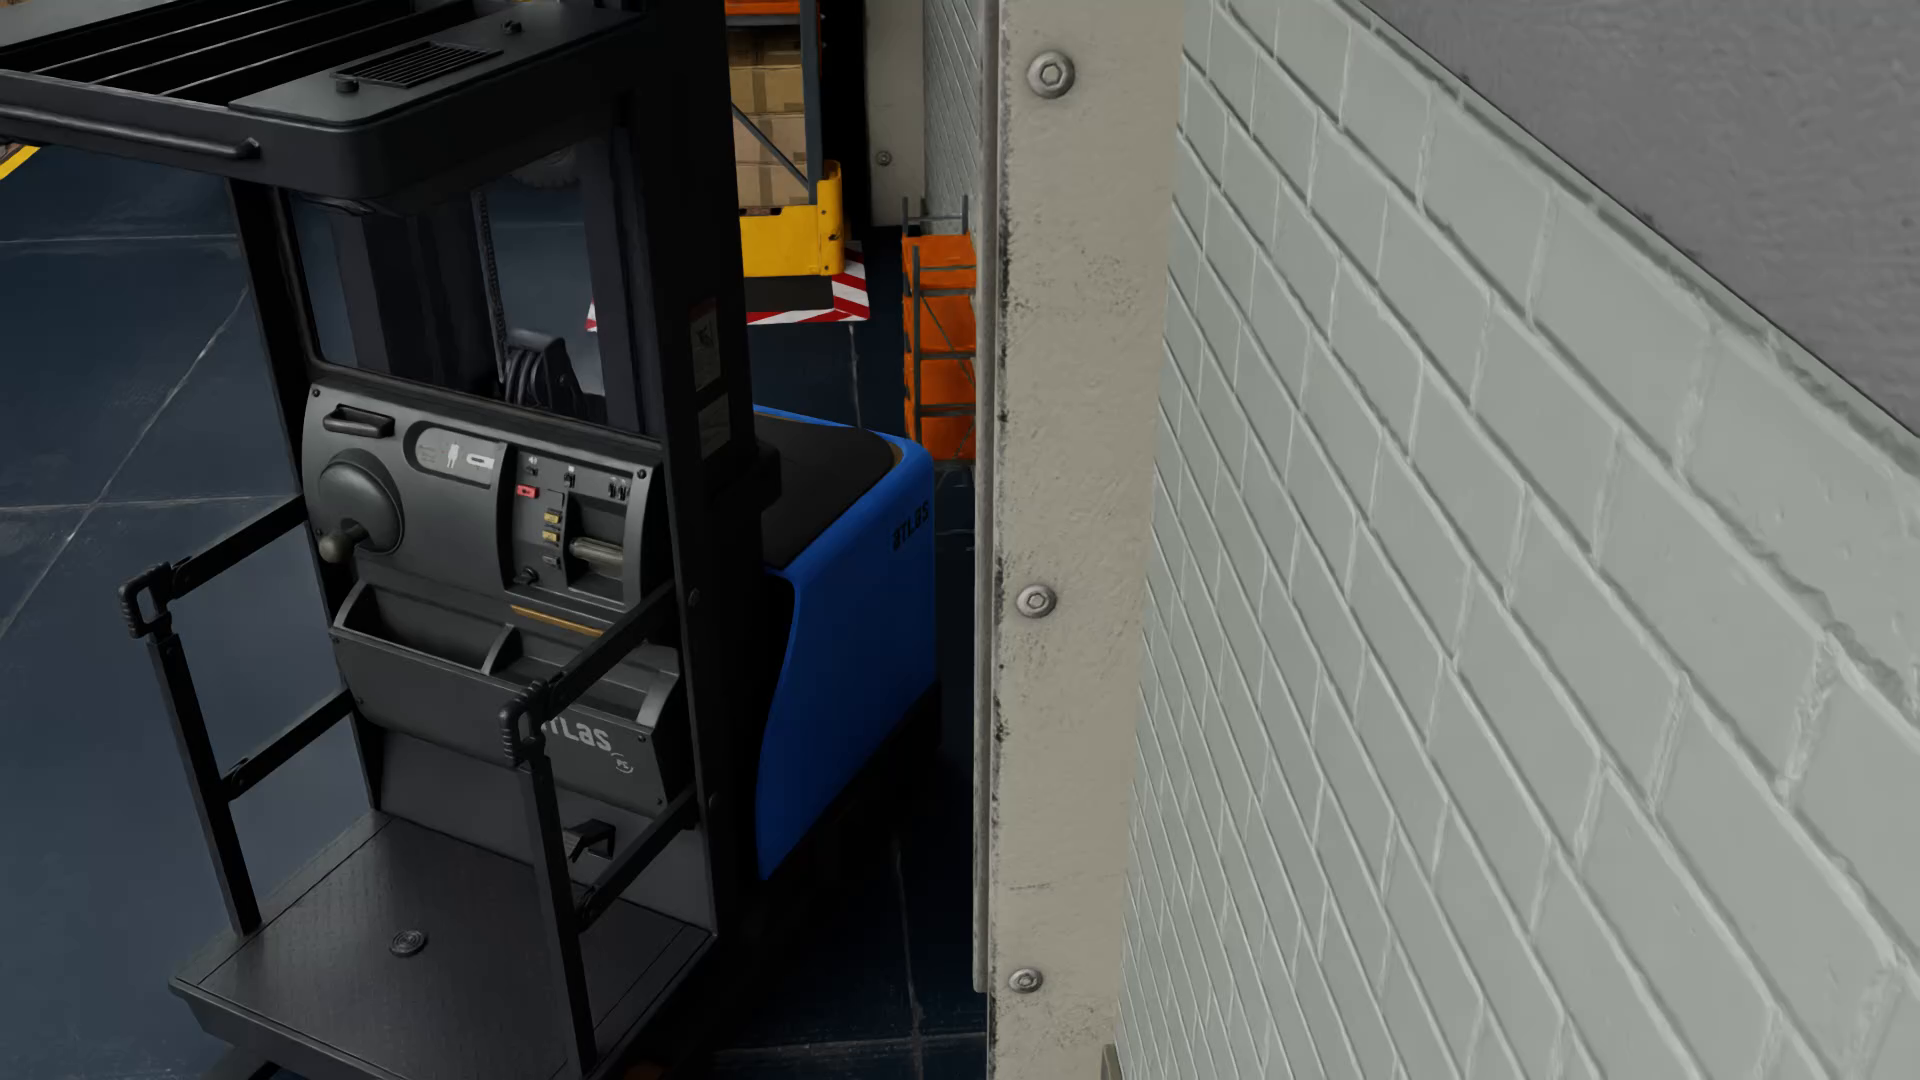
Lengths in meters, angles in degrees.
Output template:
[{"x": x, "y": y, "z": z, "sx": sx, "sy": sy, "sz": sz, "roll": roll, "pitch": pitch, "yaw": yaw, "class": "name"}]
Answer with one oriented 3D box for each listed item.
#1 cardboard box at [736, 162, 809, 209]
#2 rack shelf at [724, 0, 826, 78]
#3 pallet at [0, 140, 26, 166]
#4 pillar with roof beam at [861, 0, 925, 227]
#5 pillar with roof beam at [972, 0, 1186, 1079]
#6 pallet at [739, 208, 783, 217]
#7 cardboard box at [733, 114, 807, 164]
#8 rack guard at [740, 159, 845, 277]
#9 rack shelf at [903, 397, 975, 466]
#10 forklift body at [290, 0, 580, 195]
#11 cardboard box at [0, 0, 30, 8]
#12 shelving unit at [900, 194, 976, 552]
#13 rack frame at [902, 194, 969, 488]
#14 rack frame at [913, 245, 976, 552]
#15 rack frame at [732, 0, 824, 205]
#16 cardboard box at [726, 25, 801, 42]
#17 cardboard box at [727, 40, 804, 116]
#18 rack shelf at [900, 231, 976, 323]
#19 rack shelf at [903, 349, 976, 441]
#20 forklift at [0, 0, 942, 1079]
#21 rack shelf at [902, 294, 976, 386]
[{"x": -1.040, "y": -1.980, "z": 8.911, "sx": 0.500, "sy": 0.250, "sz": 0.500, "roll": -3, "pitch": 31, "yaw": -4, "class": "cardboard box"}, {"x": -1.375, "y": -3.432, "z": 9.772, "sx": 1.077, "sy": 0.370, "sz": 4.000, "roll": -3, "pitch": 31, "yaw": -5, "class": "rack shelf"}, {"x": -6.289, "y": -2.360, "z": 9.995, "sx": 1.003, "sy": 0.211, "sz": 1.213, "roll": -3, "pitch": 31, "yaw": -5, "class": "pallet"}, {"x": -4.642, "y": -5.488, "z": 6.662, "sx": 9.100, "sy": 9.000, "sz": 0.400, "roll": -3, "pitch": 31, "yaw": -5, "class": "pillar with roof beam"}, {"x": -4.082, "y": -2.424, "z": 1.534, "sx": 9.100, "sy": 9.000, "sz": 0.400, "roll": -3, "pitch": 31, "yaw": -5, "class": "pillar with roof beam"}, {"x": -1.302, "y": -1.911, "z": 9.244, "sx": 1.003, "sy": 0.211, "sz": 1.213, "roll": -3, "pitch": 31, "yaw": -5, "class": "pallet"}, {"x": -1.026, "y": -2.184, "z": 8.766, "sx": 0.500, "sy": 0.250, "sz": 0.500, "roll": -2, "pitch": 31, "yaw": -4, "class": "cardboard box"}, {"x": -1.186, "y": -1.634, "z": 8.499, "sx": 1.175, "sy": 0.500, "sz": 0.348, "roll": -3, "pitch": 31, "yaw": -5, "class": "rack guard"}, {"x": -0.065, "y": -0.369, "z": 6.215, "sx": 0.258, "sy": 0.148, "sz": 0.480, "roll": -3, "pitch": 31, "yaw": -5, "class": "rack shelf"}, {"x": -3.182, "y": -3.236, "z": 9.570, "sx": 2.313, "sy": 2.155, "sz": 1.214, "roll": -3, "pitch": 31, "yaw": -5, "class": "forklift body"}, {"x": -6.132, "y": -3.295, "z": 10.382, "sx": 0.500, "sy": 0.500, "sz": 0.500, "roll": -2, "pitch": 31, "yaw": -4, "class": "cardboard box"}, {"x": -0.064, "y": -0.597, "z": 6.079, "sx": 0.258, "sy": 1.200, "sz": 0.503, "roll": -3, "pitch": 31, "yaw": -5, "class": "shelving unit"}, {"x": -0.089, "y": -0.722, "z": 6.287, "sx": 0.240, "sy": 1.200, "sz": 0.015, "roll": -3, "pitch": 31, "yaw": -5, "class": "rack frame"}, {"x": -0.039, "y": -0.473, "z": 5.871, "sx": 0.240, "sy": 1.200, "sz": 0.015, "roll": -3, "pitch": 31, "yaw": -5, "class": "rack frame"}, {"x": -1.188, "y": -2.720, "z": 7.878, "sx": 1.000, "sy": 3.000, "sz": 0.127, "roll": -3, "pitch": 31, "yaw": -5, "class": "rack frame"}, {"x": -1.095, "y": -2.658, "z": 9.072, "sx": 0.500, "sy": 0.250, "sz": 0.500, "roll": -3, "pitch": 31, "yaw": -5, "class": "cardboard box"}, {"x": -1.045, "y": -2.403, "z": 8.645, "sx": 0.500, "sy": 0.250, "sz": 0.500, "roll": -3, "pitch": 31, "yaw": -5, "class": "cardboard box"}, {"x": -0.064, "y": -0.934, "z": 5.878, "sx": 0.258, "sy": 0.148, "sz": 0.480, "roll": -3, "pitch": 31, "yaw": -5, "class": "rack shelf"}, {"x": -0.064, "y": -0.539, "z": 6.114, "sx": 0.258, "sy": 0.148, "sz": 0.480, "roll": -3, "pitch": 31, "yaw": -5, "class": "rack shelf"}, {"x": -1.150, "y": -0.032, "z": 3.446, "sx": 1.130, "sy": 2.935, "sz": 3.031, "roll": 14, "pitch": 34, "yaw": 22, "class": "forklift"}, {"x": -0.064, "y": -0.731, "z": 5.999, "sx": 0.258, "sy": 0.148, "sz": 0.480, "roll": -3, "pitch": 31, "yaw": -5, "class": "rack shelf"}]
